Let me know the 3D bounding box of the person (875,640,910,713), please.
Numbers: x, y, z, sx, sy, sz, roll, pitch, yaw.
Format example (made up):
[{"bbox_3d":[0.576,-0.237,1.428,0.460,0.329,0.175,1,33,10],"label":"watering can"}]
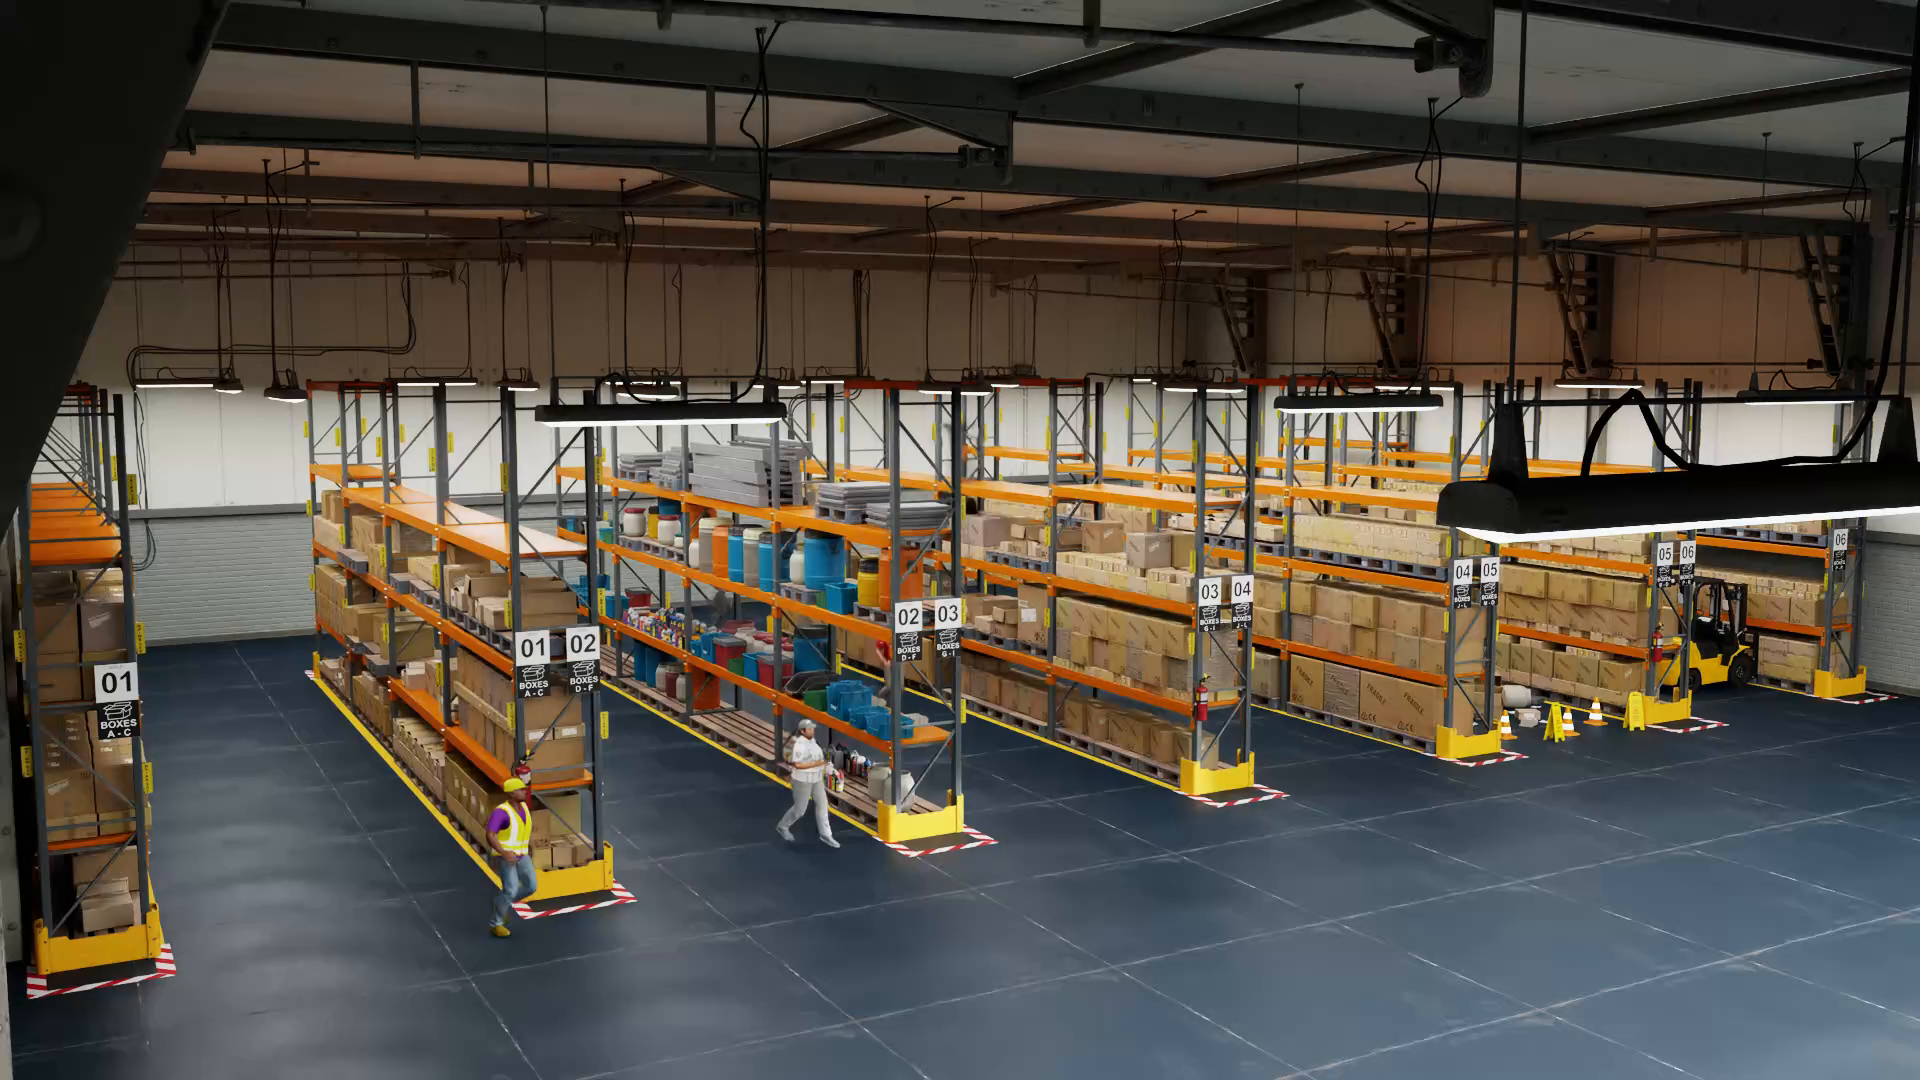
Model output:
[{"bbox_3d":[-1.211,2.293,30.159,0.685,1.707,0.631,-3,7,-28],"label":"person"}]

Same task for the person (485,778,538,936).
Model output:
[{"bbox_3d":[-4.977,3.512,18.597,0.523,1.699,0.759,3,7,24],"label":"person"}]

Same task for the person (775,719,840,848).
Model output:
[{"bbox_3d":[-2.011,3.176,21.781,0.880,1.690,0.599,3,7,26],"label":"person"}]

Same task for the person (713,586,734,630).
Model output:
[{"bbox_3d":[-5.610,1.340,39.392,0.562,1.618,0.562,0,6,-4],"label":"person"}]
